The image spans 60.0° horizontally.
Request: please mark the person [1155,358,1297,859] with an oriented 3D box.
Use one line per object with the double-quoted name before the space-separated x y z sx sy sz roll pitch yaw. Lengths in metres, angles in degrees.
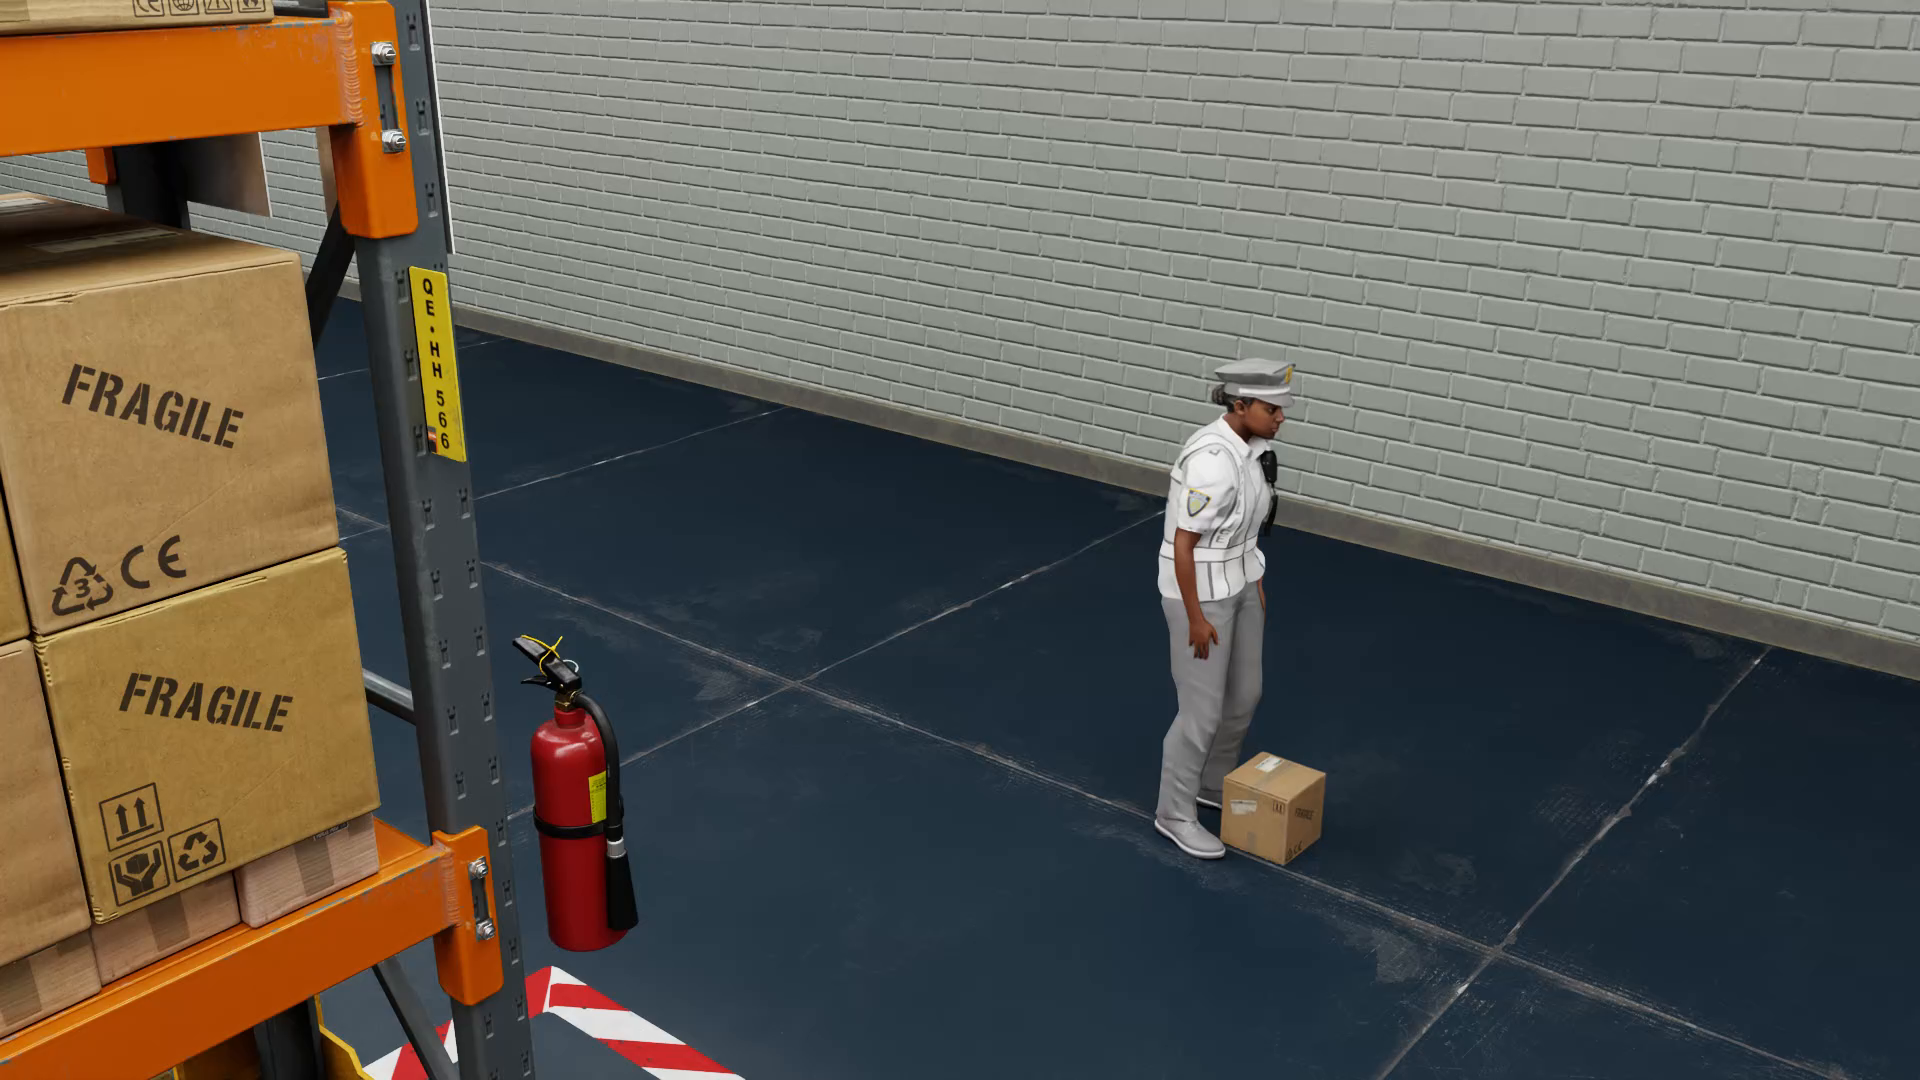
"person" 0.867 0.202 5.534 0.391 1.658 0.509 15 25 34
